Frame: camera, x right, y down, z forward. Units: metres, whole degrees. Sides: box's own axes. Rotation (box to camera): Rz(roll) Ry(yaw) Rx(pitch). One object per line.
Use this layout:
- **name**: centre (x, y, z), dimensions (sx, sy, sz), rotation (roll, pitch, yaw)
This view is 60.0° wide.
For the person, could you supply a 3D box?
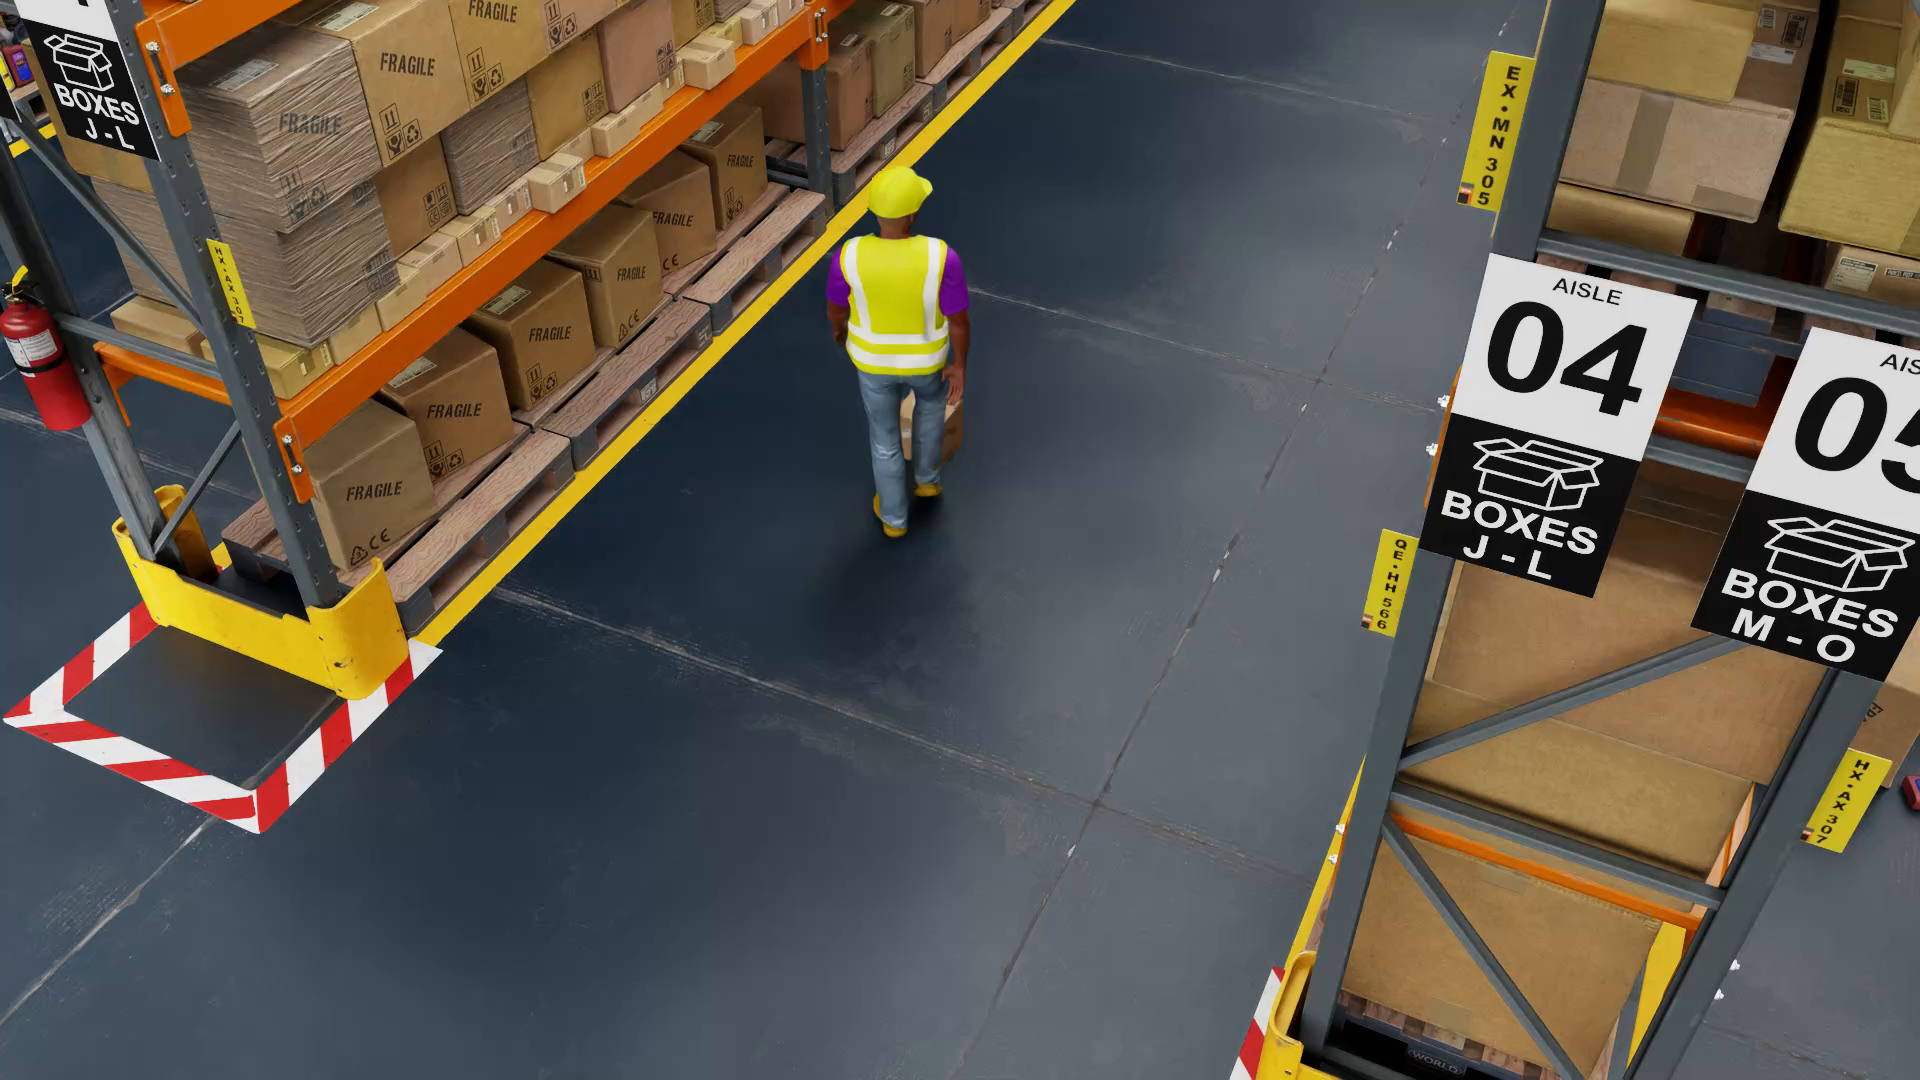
- **person**: centre (-0.261, -0.797, 7.069), dimensions (0.586, 1.844, 0.555), rotation (-2, 42, -2)
